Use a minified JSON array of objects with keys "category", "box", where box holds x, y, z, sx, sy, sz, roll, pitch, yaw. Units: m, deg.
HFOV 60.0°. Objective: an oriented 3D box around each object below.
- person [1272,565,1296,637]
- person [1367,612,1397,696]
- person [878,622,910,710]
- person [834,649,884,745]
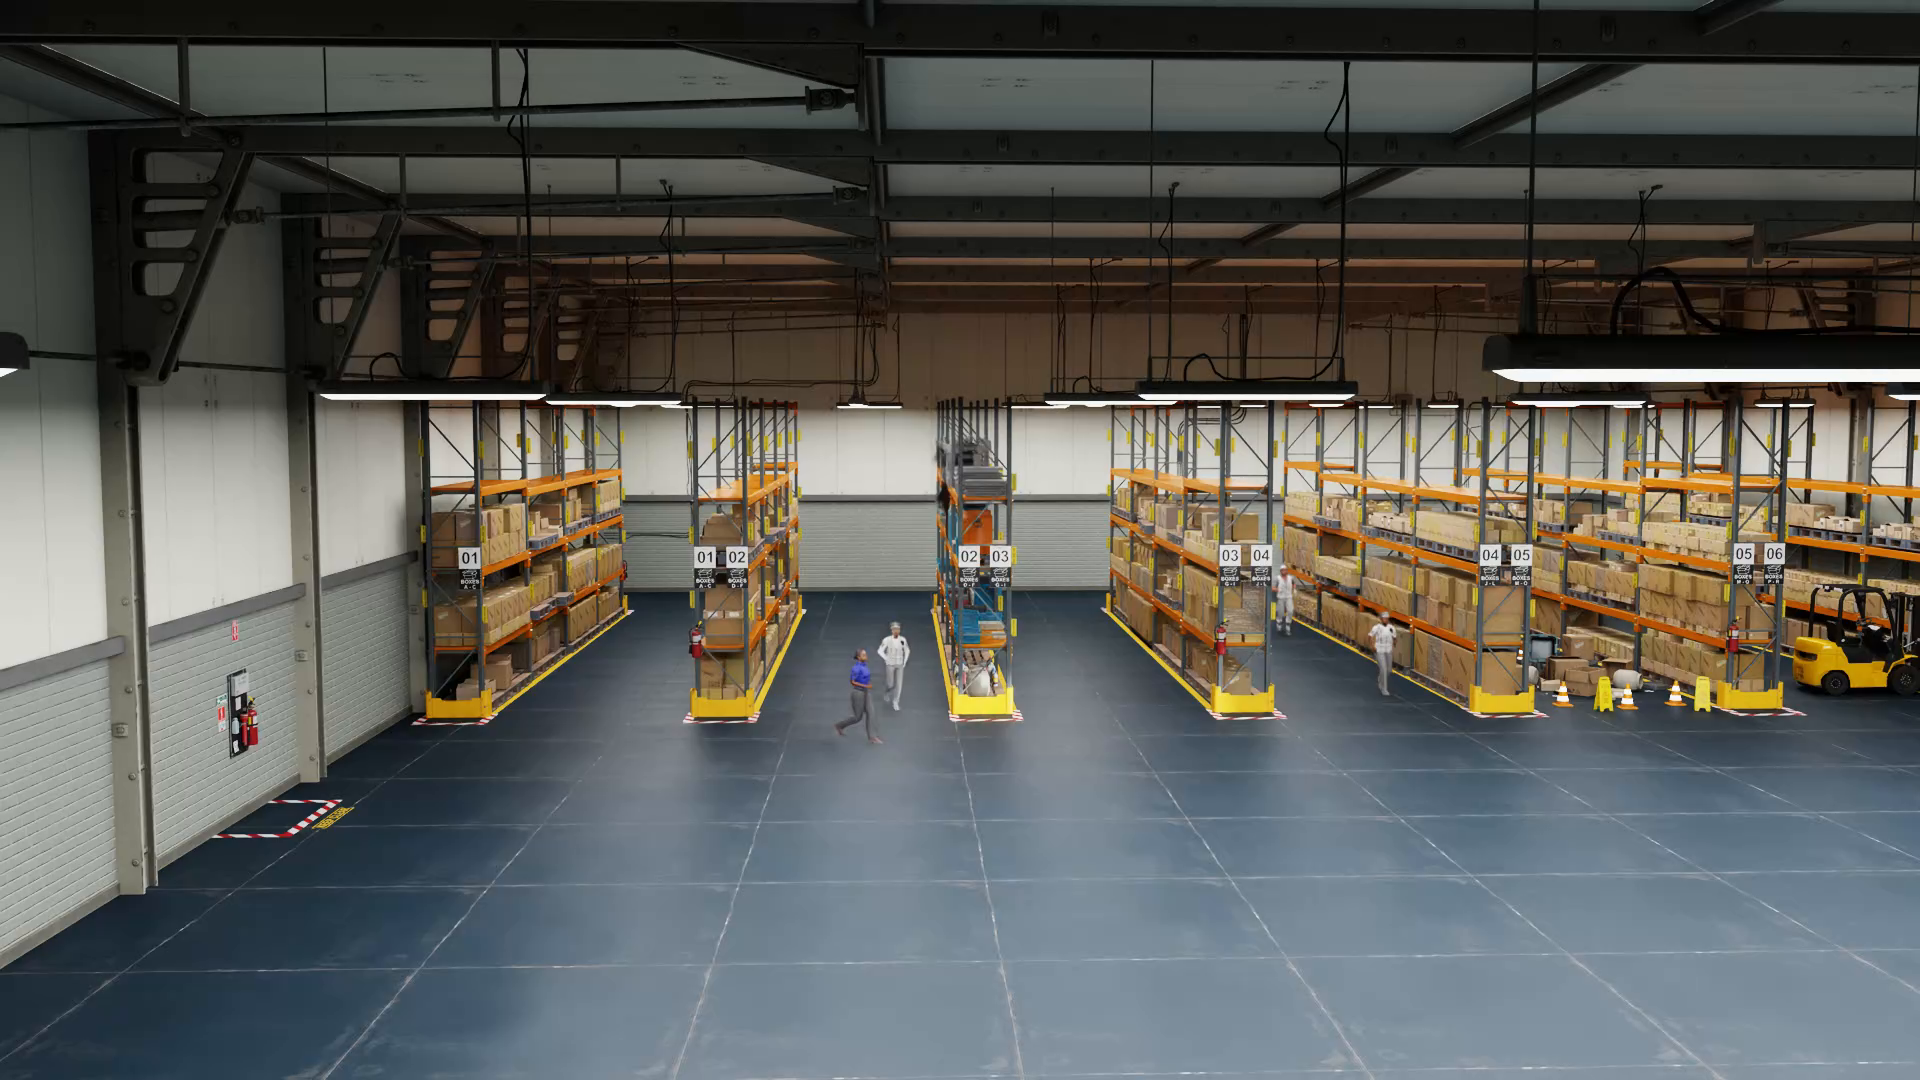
[{"category":"person","box":[8.333,1.544,42.714,0.662,1.820,0.796,0,4,1]},{"category":"person","box":[8.589,2.275,33.793,0.600,1.684,0.747,-1,4,-7]},{"category":"person","box":[-1.273,2.425,32.173,0.633,1.704,0.645,-1,5,-12]},{"category":"person","box":[-1.739,2.690,28.638,0.902,1.655,0.587,2,5,21]}]
